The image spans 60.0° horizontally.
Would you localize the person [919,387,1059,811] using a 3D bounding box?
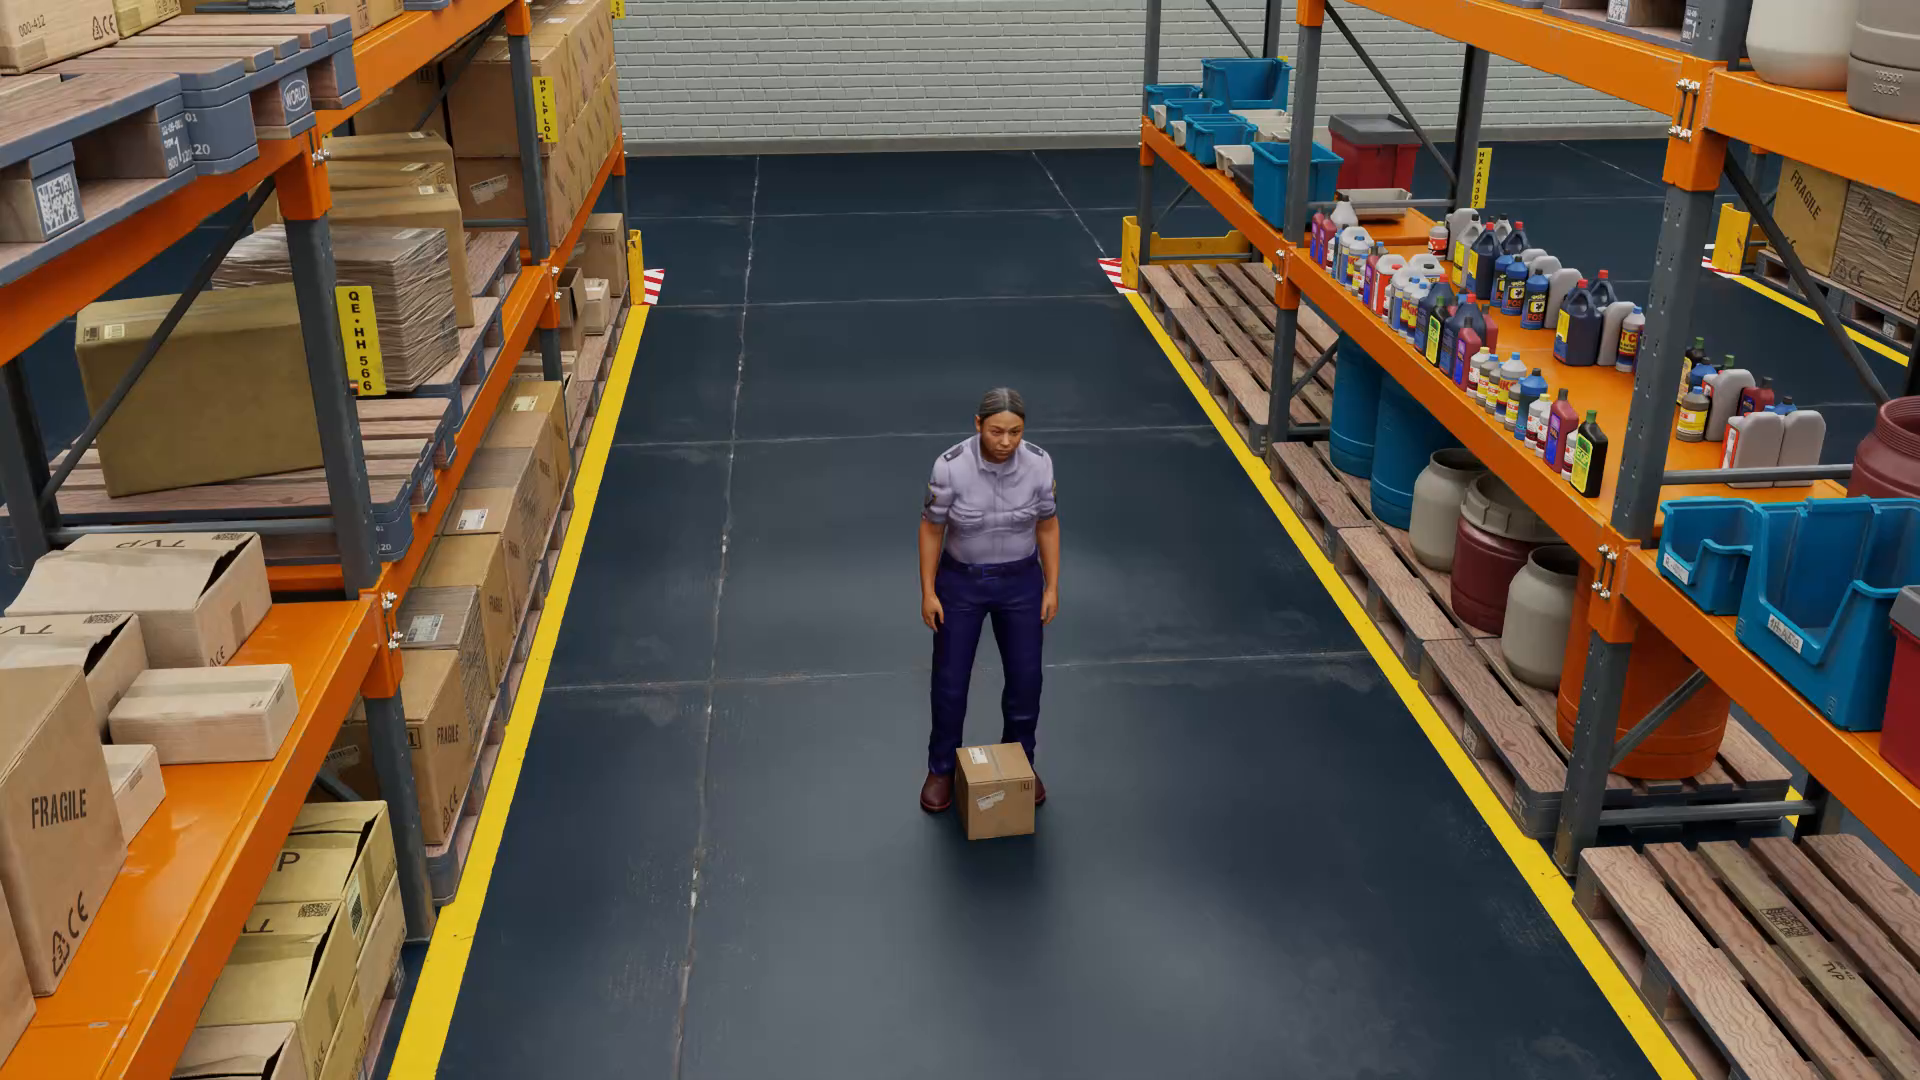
[{"bbox_3d":[0.103,0.202,6.156,0.545,1.650,0.375,-4,24,-8],"label":"person"}]
